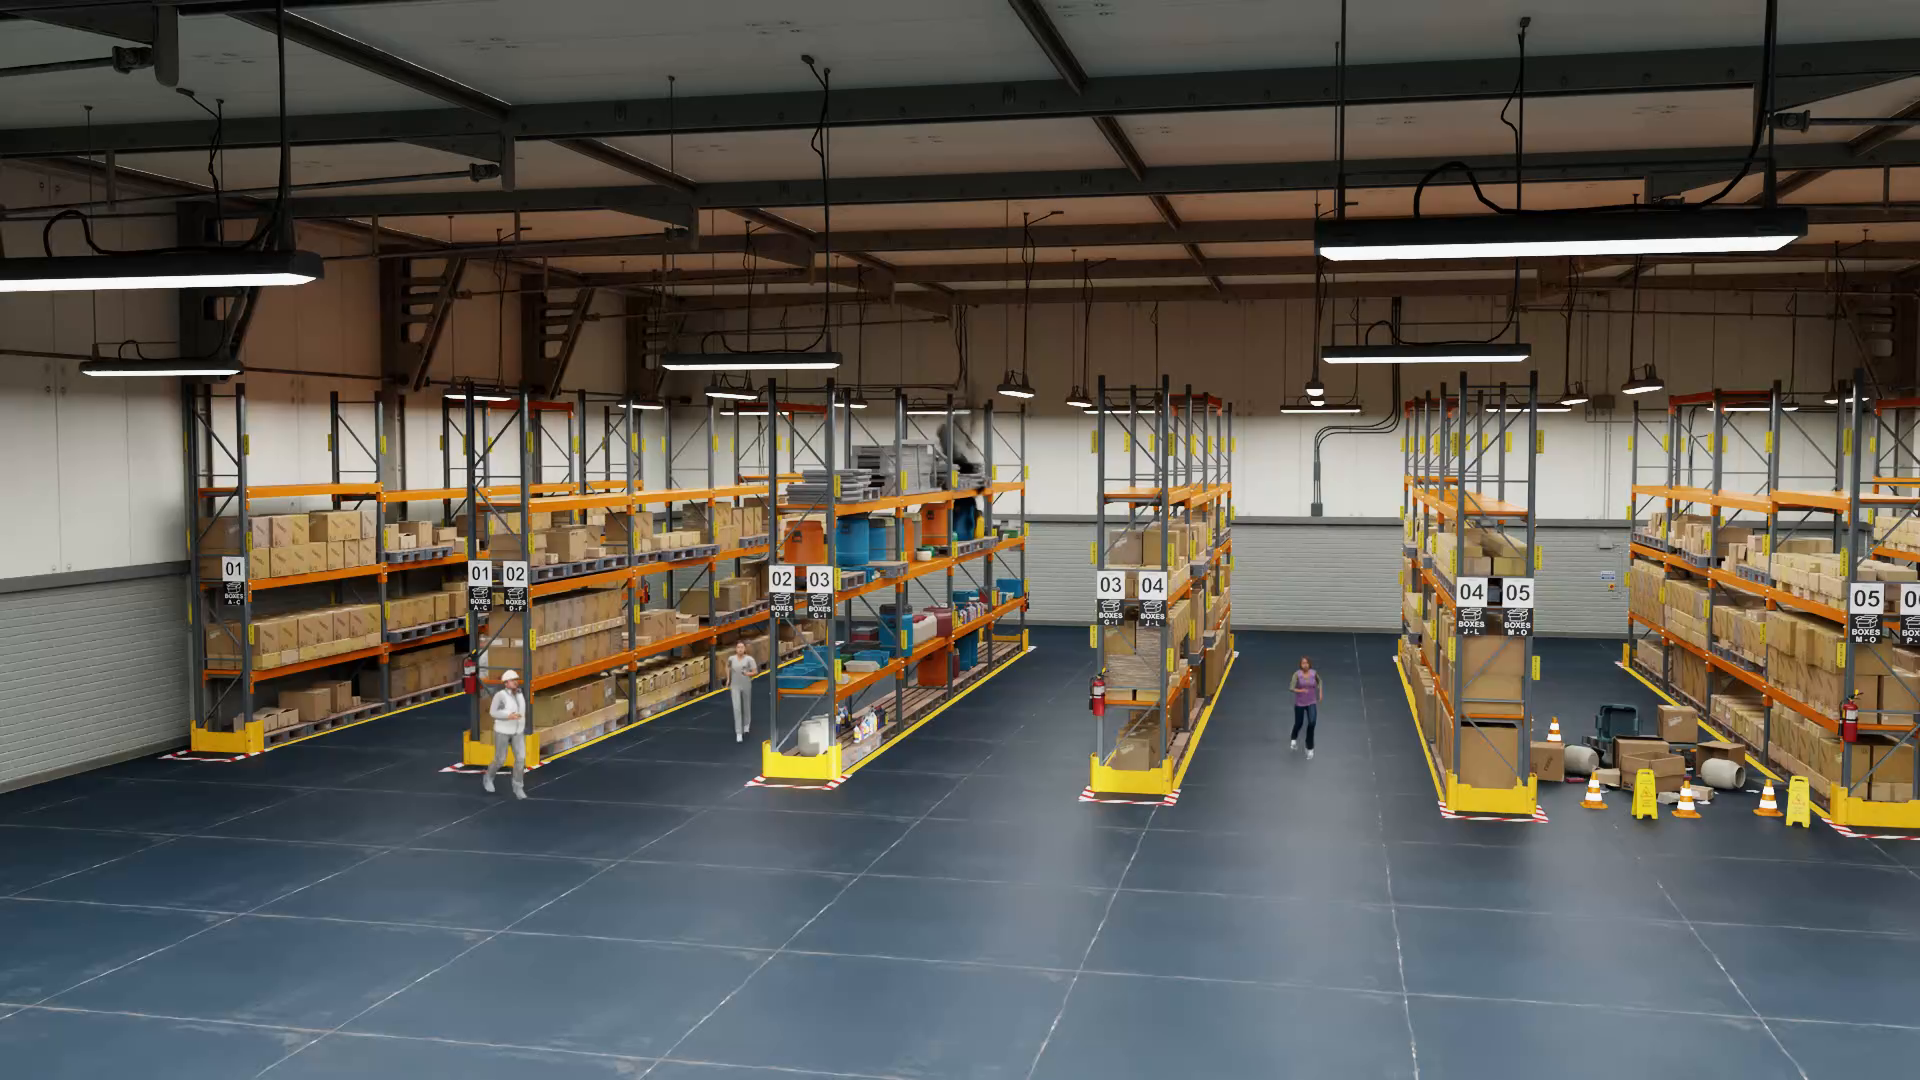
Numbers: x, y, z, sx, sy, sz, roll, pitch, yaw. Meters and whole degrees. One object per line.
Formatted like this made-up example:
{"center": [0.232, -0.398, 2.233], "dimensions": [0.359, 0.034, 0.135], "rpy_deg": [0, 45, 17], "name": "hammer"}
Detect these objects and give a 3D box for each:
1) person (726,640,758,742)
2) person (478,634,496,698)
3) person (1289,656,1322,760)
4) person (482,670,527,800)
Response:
{"center": [-3.706, 2.522, 28.220], "dimensions": [0.561, 1.660, 0.969], "rpy_deg": [0, 3, -3], "name": "person"}
{"center": [-8.391, 2.489, 29.496], "dimensions": [0.651, 1.654, 0.627], "rpy_deg": [1, 3, 14], "name": "person"}
{"center": [5.553, 2.672, 26.763], "dimensions": [0.549, 1.629, 0.850], "rpy_deg": [0, 3, 3], "name": "person"}
{"center": [-6.438, 2.758, 23.714], "dimensions": [0.849, 1.819, 0.673], "rpy_deg": [3, 4, 39], "name": "person"}
